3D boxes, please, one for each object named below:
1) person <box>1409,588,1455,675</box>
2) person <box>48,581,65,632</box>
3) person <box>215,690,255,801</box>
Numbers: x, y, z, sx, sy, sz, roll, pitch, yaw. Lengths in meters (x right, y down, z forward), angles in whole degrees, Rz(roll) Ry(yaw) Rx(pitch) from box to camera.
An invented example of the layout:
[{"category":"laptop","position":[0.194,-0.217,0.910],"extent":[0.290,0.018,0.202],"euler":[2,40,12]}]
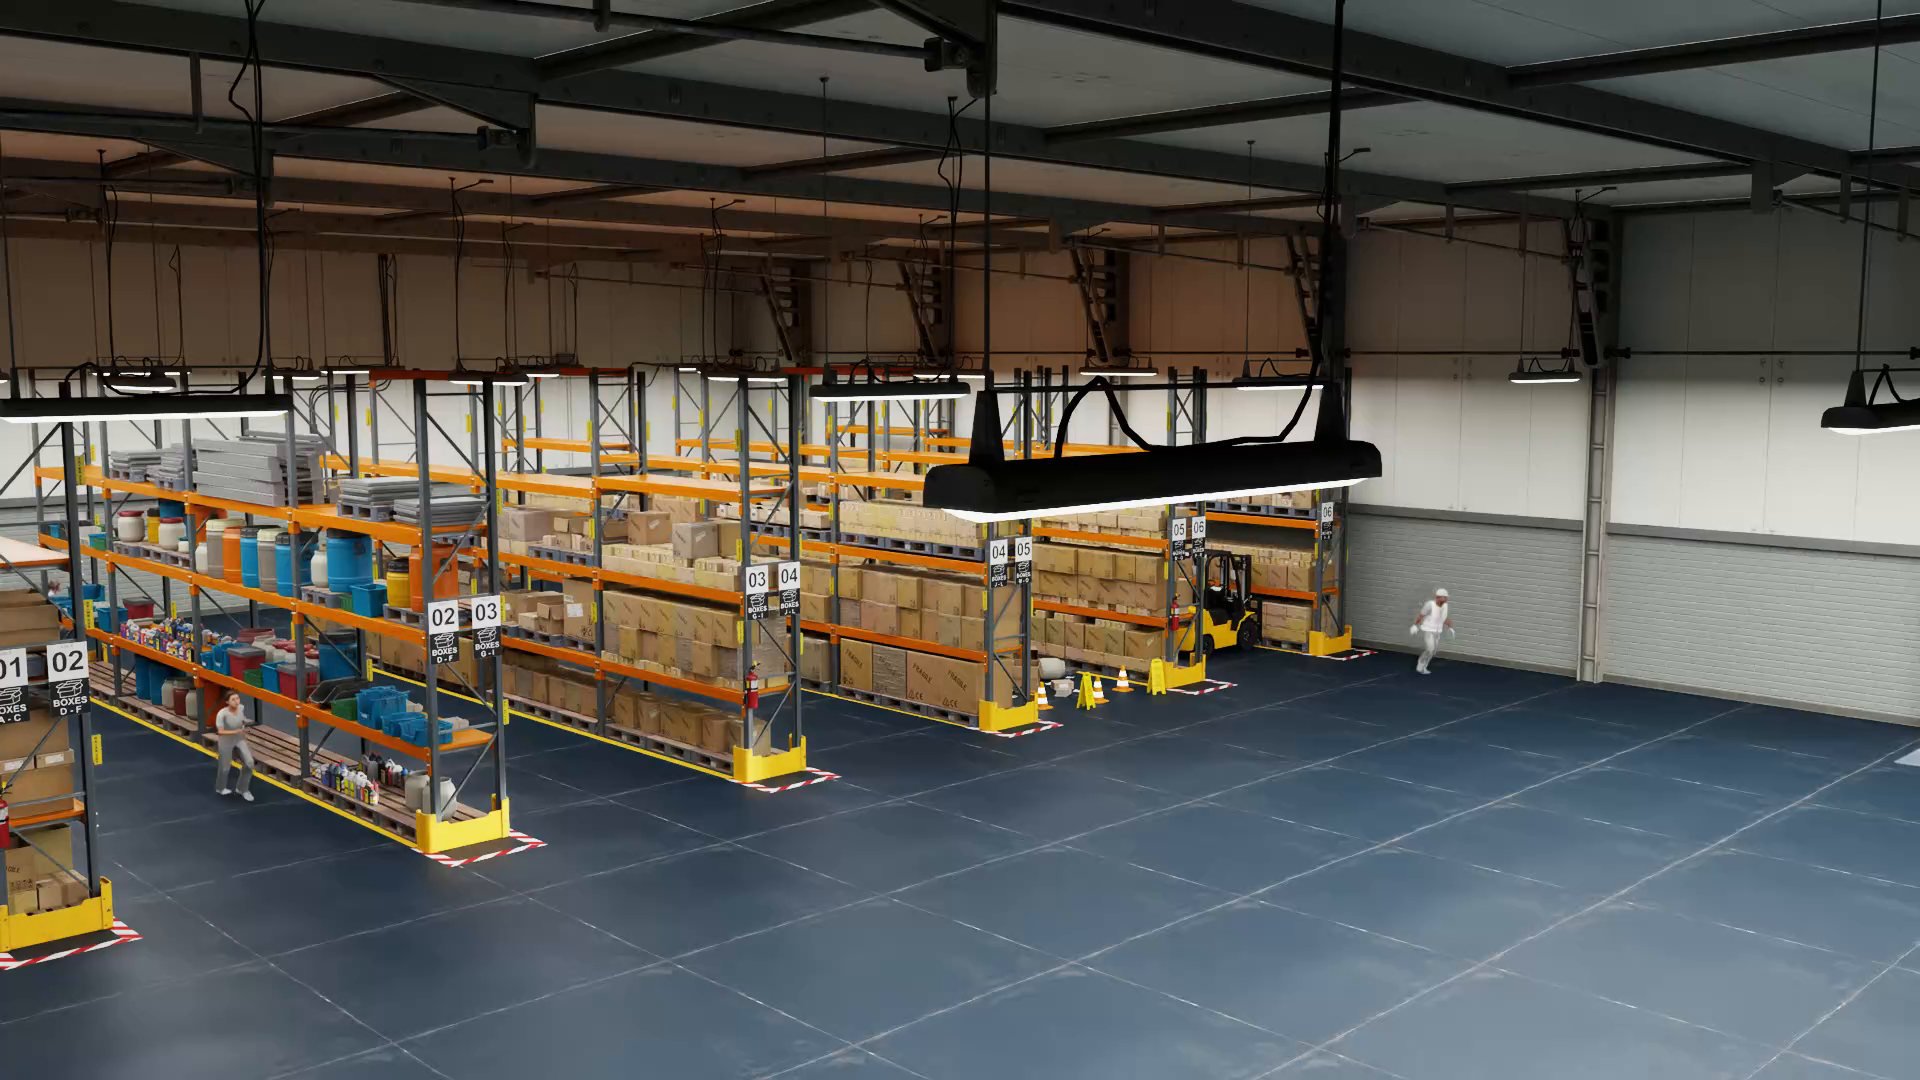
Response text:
[{"category":"person","position":[9.268,1.796,32.563],"extent":[0.695,1.728,0.625],"euler":[-4,7,-29]},{"category":"person","position":[-19.130,1.632,34.905],"extent":[0.785,1.512,0.525],"euler":[-6,9,-44]},{"category":"person","position":[-10.271,2.885,23.433],"extent":[0.906,1.609,0.494],"euler":[6,9,42]}]
